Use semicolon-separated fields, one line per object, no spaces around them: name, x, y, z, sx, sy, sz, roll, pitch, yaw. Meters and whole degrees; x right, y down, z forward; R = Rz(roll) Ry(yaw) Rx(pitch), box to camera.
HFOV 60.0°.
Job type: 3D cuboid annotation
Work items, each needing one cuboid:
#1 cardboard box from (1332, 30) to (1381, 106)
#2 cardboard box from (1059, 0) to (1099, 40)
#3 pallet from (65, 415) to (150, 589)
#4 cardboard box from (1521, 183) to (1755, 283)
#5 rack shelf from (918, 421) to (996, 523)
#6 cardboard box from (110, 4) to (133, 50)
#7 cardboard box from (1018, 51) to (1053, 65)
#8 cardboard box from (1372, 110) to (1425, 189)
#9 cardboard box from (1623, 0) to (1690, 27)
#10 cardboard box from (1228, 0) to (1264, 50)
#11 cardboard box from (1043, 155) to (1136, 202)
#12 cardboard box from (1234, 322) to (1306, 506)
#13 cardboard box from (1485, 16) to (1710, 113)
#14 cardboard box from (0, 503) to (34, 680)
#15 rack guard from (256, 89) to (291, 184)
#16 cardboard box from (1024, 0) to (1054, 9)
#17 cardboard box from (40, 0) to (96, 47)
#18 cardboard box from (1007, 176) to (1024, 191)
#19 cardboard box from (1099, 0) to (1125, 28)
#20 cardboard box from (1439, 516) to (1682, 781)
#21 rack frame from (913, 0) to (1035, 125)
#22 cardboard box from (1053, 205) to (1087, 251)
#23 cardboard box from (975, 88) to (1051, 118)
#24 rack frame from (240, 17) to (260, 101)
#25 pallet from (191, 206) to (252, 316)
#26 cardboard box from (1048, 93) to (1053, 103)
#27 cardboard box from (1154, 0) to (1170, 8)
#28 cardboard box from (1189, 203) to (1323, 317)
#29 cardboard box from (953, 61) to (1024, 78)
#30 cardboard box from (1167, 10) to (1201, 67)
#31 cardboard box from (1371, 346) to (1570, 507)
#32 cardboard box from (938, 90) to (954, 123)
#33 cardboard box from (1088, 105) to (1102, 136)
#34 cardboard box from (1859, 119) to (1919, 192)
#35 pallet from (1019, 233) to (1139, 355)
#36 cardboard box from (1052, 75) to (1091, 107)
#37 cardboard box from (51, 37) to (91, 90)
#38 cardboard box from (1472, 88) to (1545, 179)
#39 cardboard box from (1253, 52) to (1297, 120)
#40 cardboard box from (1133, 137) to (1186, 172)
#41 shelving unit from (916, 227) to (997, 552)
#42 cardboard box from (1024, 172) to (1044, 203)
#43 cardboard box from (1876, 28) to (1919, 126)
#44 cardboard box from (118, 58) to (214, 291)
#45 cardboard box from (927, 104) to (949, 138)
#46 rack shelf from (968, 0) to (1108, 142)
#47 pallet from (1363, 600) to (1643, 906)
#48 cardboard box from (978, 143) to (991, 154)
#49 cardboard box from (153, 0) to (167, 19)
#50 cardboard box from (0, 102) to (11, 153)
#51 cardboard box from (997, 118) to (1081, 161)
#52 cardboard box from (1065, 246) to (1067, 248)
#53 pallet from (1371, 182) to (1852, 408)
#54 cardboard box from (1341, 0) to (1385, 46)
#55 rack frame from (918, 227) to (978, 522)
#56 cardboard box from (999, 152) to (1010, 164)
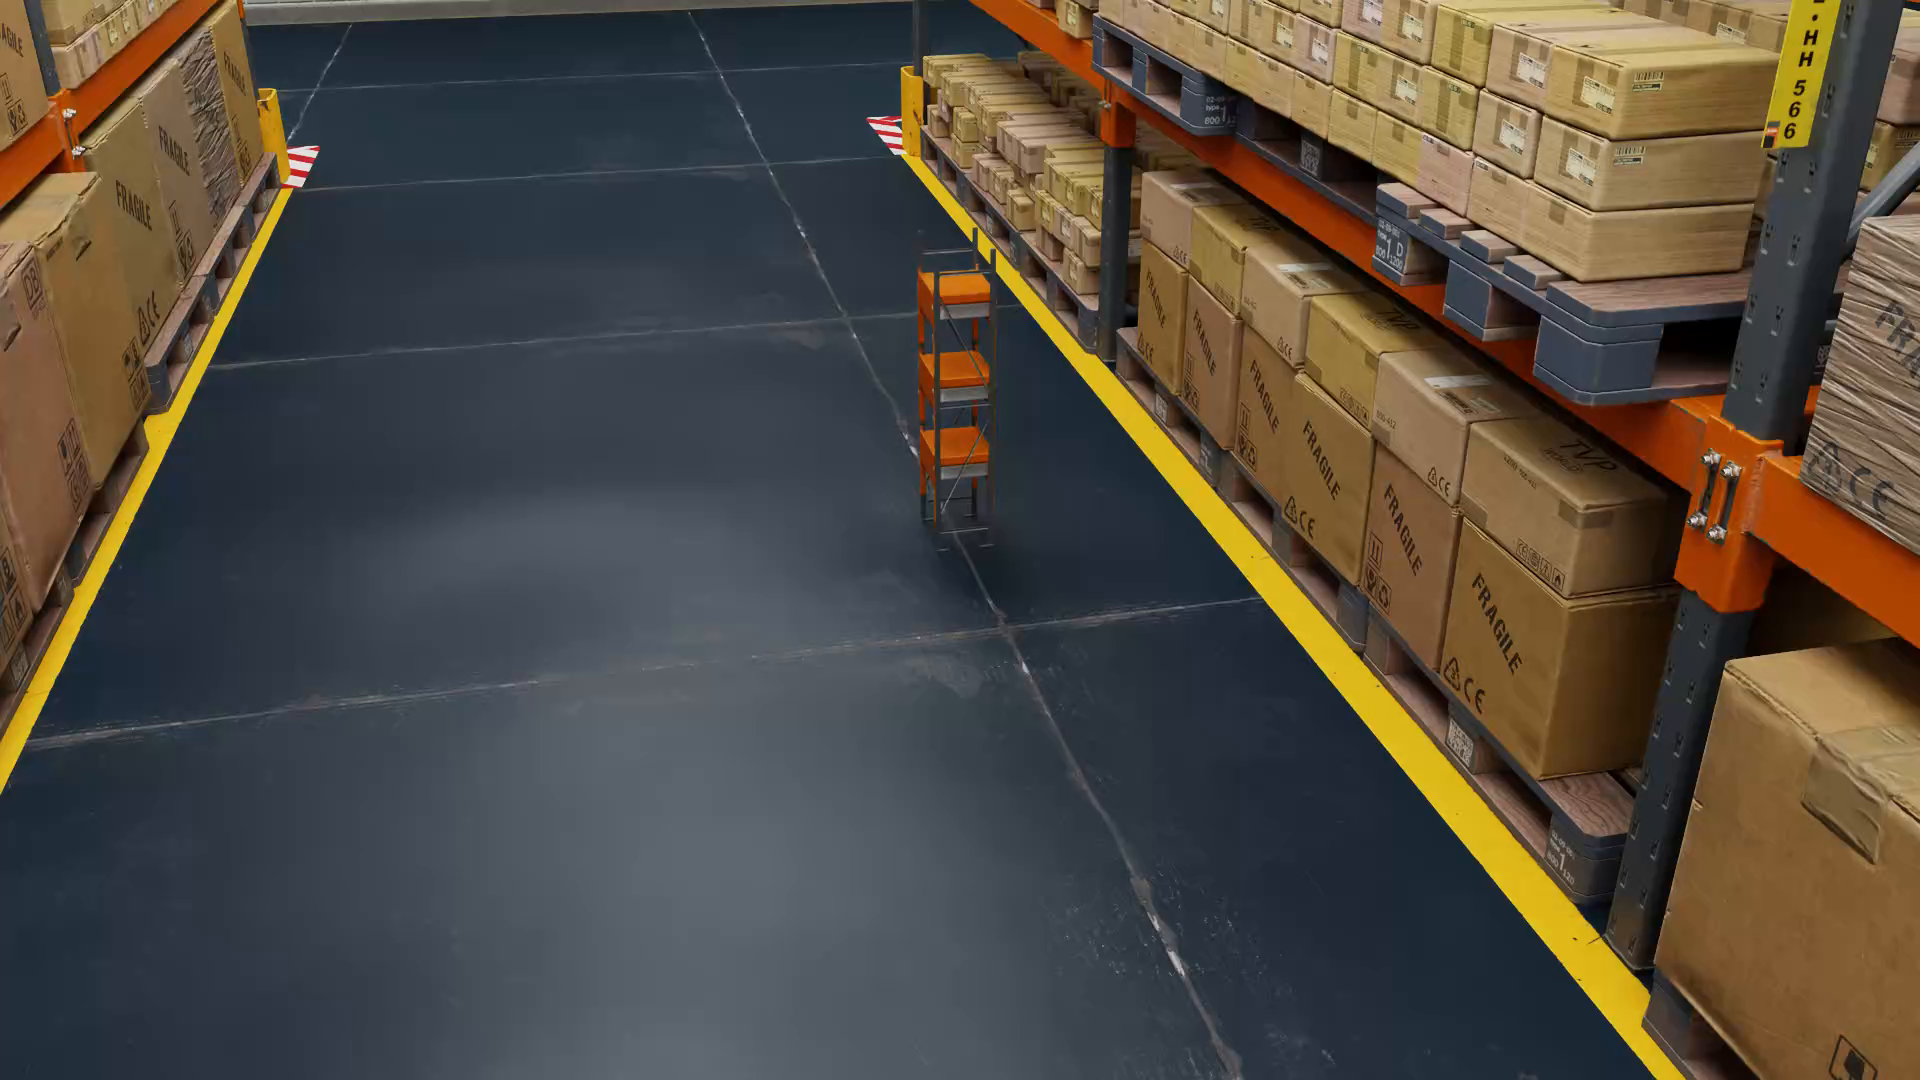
cardboard box;1.217;-1.256;4.393;0.380;0.149;0.250;-6;27;-12
cardboard box;0.647;-2.274;7.204;0.380;0.149;0.250;-7;28;-13
pallet;-3.504;-0.147;5.807;1.003;0.211;1.213;-6;27;-12
cardboard box;1.446;-0.671;3.564;0.380;0.149;0.250;-5;27;-11
rack shelf;-0.012;-0.235;5.690;0.215;0.259;0.240;-6;27;-12
cardboard box;-3.674;-2.120;6.901;0.380;0.149;0.250;-7;28;-13
cardboard box;0.569;-2.912;10.228;0.380;0.149;0.250;-6;27;-11
cardboard box;1.281;-1.003;4.221;0.380;0.149;0.250;-6;27;-12
cardboard box;1.917;-1.332;4.212;0.380;0.149;0.250;-7;28;-14
cardboard box;1.045;-1.595;5.064;0.380;0.149;0.250;-6;27;-12
cardboard box;0.611;-1.709;7.844;0.380;0.149;0.250;-6;27;-12
cardboard box;1.264;-0.442;5.604;0.500;0.500;0.500;-5;27;-11
cardboard box;1.394;-1.046;3.646;0.380;0.149;0.250;-6;27;-12
cardboard box;-3.178;0.097;4.121;1.225;0.875;0.875;-6;27;-11
rack guard;-4.658;-2.373;9.897;1.175;0.500;0.348;-6;27;-12
cardboard box;0.521;-2.629;7.908;0.380;0.149;0.250;-7;28;-14
cardboard box;-3.602;-2.021;6.262;0.500;0.250;0.500;-6;27;-13
cardboard box;0.457;-1.810;8.705;0.380;0.149;0.250;-5;27;-11
cardboard box;0.745;-2.038;6.271;0.380;0.149;0.250;-7;28;-14
cardboard box;1.602;0.240;4.254;0.500;0.500;0.500;-6;27;-12
rack frame;0.202;-3.938;10.223;1.000;3.000;0.127;-6;27;-12
cardboard box;0.650;-1.453;7.668;0.380;0.149;0.250;-7;28;-14
cardboard box;0.291;-2.398;9.210;0.380;0.149;0.250;-5;27;-10
rack frame;-4.653;-3.479;9.313;1.000;3.000;0.127;-6;27;-12
pallet;-4.125;-1.356;8.203;1.003;0.211;1.213;-6;27;-12
cardboard box;0.718;-2.555;9.851;0.380;0.149;0.250;-7;28;-14
cardboard box;0.863;-1.944;5.755;0.380;0.149;0.250;-5;27;-10
cardboard box;1.135;-1.004;5.885;0.500;0.250;0.500;-5;27;-10
cardboard box;0.169;-2.745;9.897;0.380;0.149;0.250;-5;27;-11
cardboard box;0.921;-1.696;5.594;0.380;0.149;0.250;-6;27;-11
cardboard box;1.471;-0.327;4.544;0.500;0.250;0.500;-6;27;-11
cardboard box;0.077;-2.604;9.947;0.380;0.149;0.250;-6;27;-12
cardboard box;0.901;-2.223;8.864;0.380;0.149;0.250;-6;27;-11
cardboard box;2.092;-0.867;3.621;0.380;0.149;0.250;-5;27;-9
pallet;0.918;-1.228;7.950;1.003;0.211;1.213;-6;27;-12
cardboard box;0.748;-2.575;9.560;0.380;0.149;0.250;-7;28;-14
cardboard box;-3.494;-1.774;6.215;0.380;0.149;0.250;-6;27;-11
cardboard box;1.389;-0.922;3.730;0.380;0.149;0.250;-5;27;-10
cardboard box;1.098;-1.354;4.917;0.380;0.149;0.250;-7;28;-14
cardboard box;1.038;-1.880;8.183;0.380;0.149;0.250;-7;28;-13
shelving unit;-0.012;-0.492;5.560;0.215;1.050;0.252;-6;27;-12
cardboard box;0.535;-1.799;8.353;0.380;0.149;0.250;-5;27;-10
cardboard box;2.089;-0.991;3.538;0.380;0.149;0.250;-6;27;-12
cardboard box;-4.025;-1.655;7.591;0.875;0.875;0.875;-6;27;-12
cardboard box;0.009;-2.590;10.251;0.380;0.149;0.250;-5;27;-11
rack shelf;0.653;-2.739;8.646;1.077;0.370;4.000;-6;27;-12
pallet;1.831;0.476;4.573;1.003;0.211;1.213;-6;27;-12
cardboard box;0.311;-2.150;9.378;0.380;0.149;0.250;-6;27;-11
cardboard box;-3.847;-2.458;7.571;0.380;0.149;0.250;-7;28;-13
cardboard box;-3.275;-1.372;5.028;0.500;0.500;0.500;-5;27;-10
cardboard box;0.405;-2.057;8.535;0.380;0.149;0.250;-7;28;-13
cardboard box;0.707;-1.357;7.807;0.380;0.149;0.250;-5;27;-10
pallet;1.741;-0.642;3.907;1.213;0.211;1.003;-6;27;-12
cardboard box;1.222;-1.384;4.316;0.380;0.149;0.250;-6;27;-12
rack frame;-0.040;-0.546;5.666;0.200;1.050;0.008;-6;27;-12
cardboard box;0.424;-2.160;9.068;0.380;0.149;0.250;-5;27;-9
